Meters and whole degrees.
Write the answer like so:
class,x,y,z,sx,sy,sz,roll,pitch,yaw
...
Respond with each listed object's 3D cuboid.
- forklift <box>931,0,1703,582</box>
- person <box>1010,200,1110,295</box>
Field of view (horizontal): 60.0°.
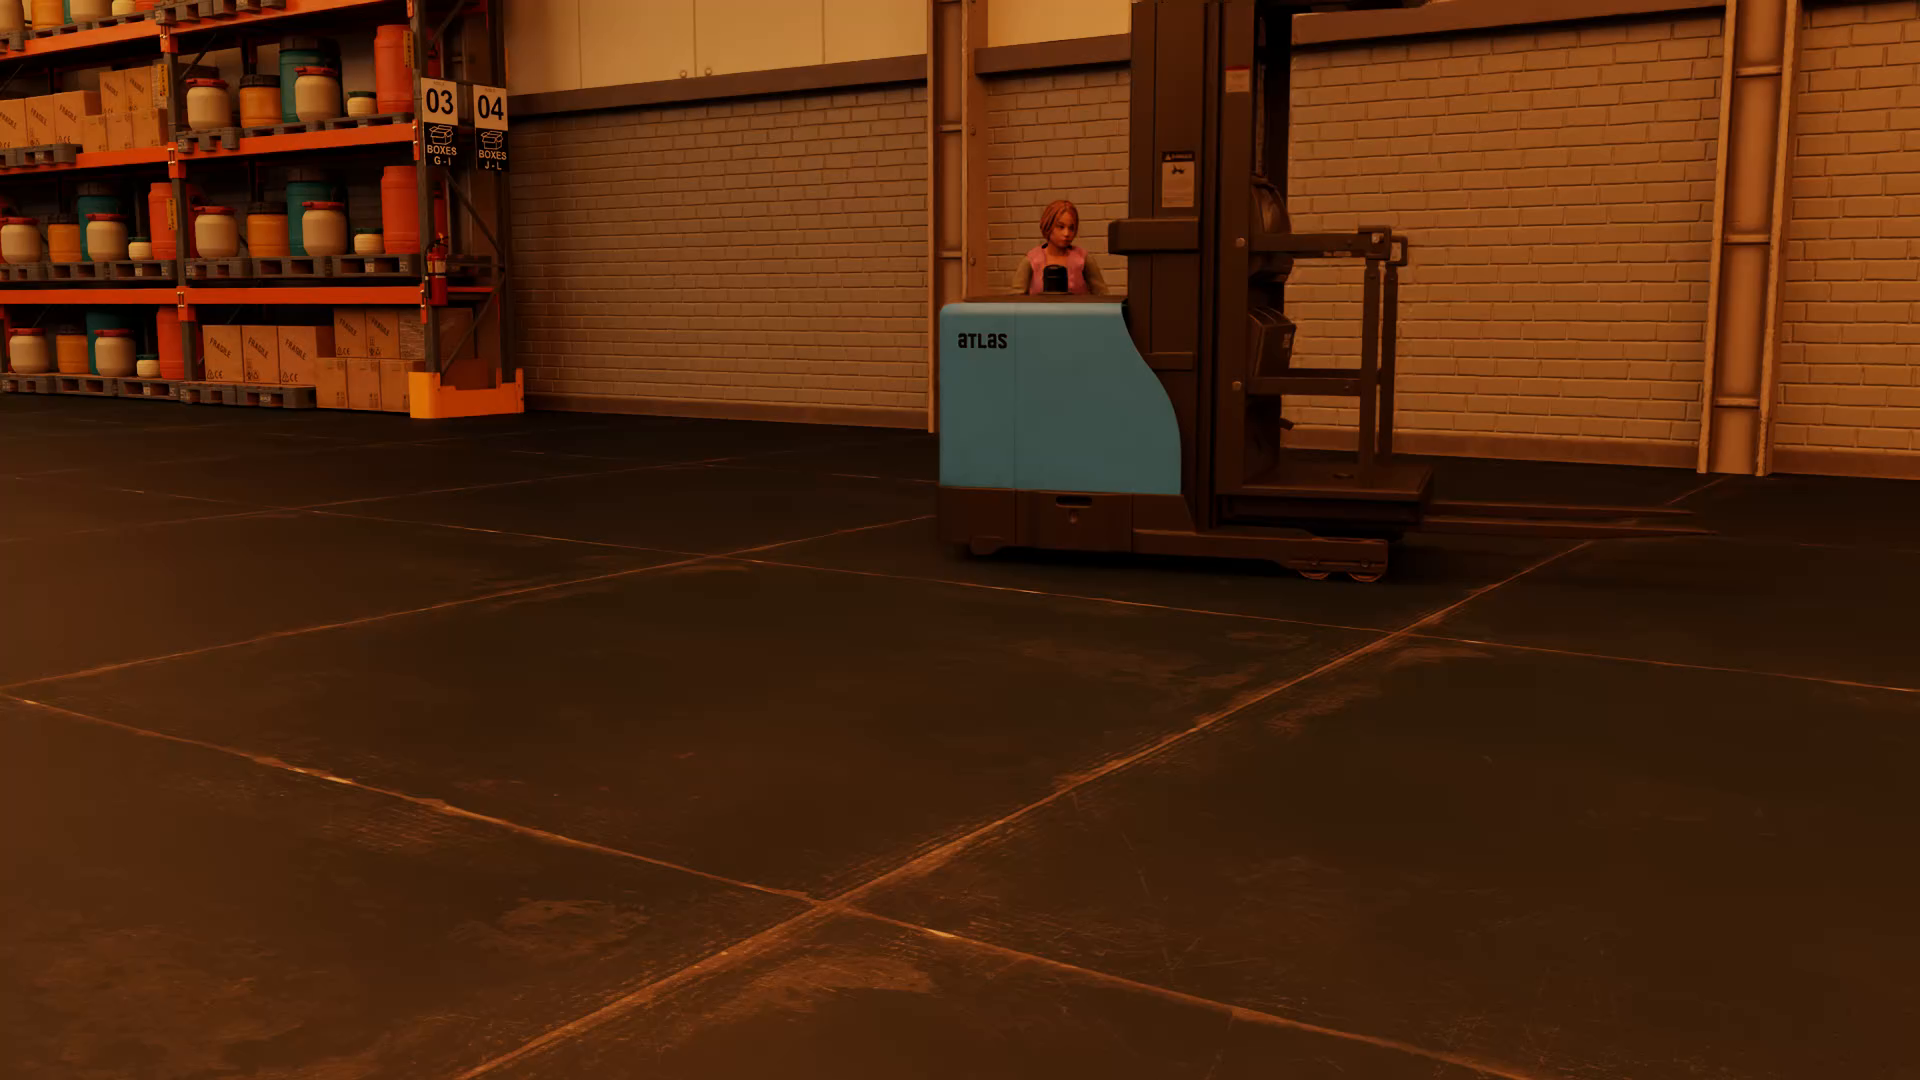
class,x,y,z,sx,sy,sz,roll,pitch,yaw
forklift,1.450,-1.372,6.838,3.031,2.935,1.130,3,9,18
person,0.511,-0.882,8.236,0.641,1.573,0.363,0,8,0
